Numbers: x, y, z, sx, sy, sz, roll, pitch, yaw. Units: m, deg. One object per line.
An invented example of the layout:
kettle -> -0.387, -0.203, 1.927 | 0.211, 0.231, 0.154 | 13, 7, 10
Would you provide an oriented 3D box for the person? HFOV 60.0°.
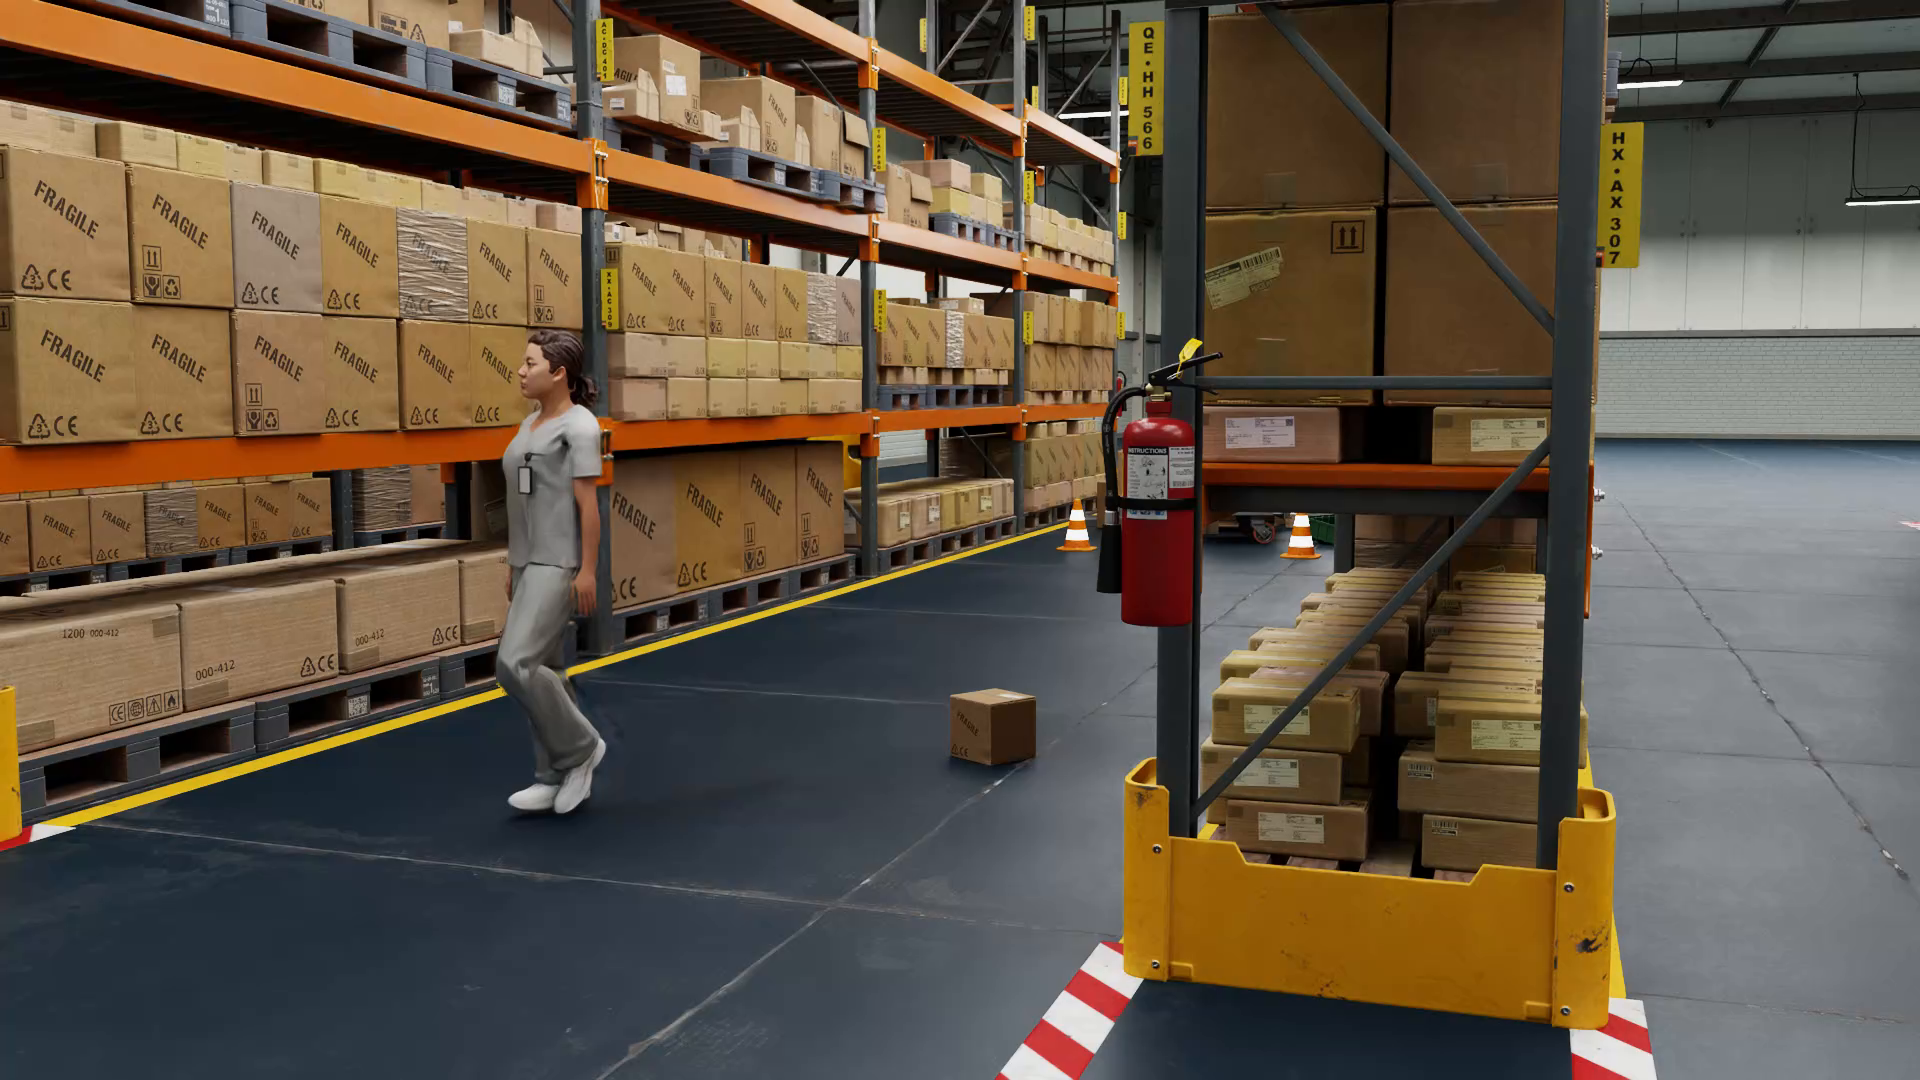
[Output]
person -> -1.446, 0.112, 5.734 | 0.460, 1.666, 0.460 | -5, 7, -41
